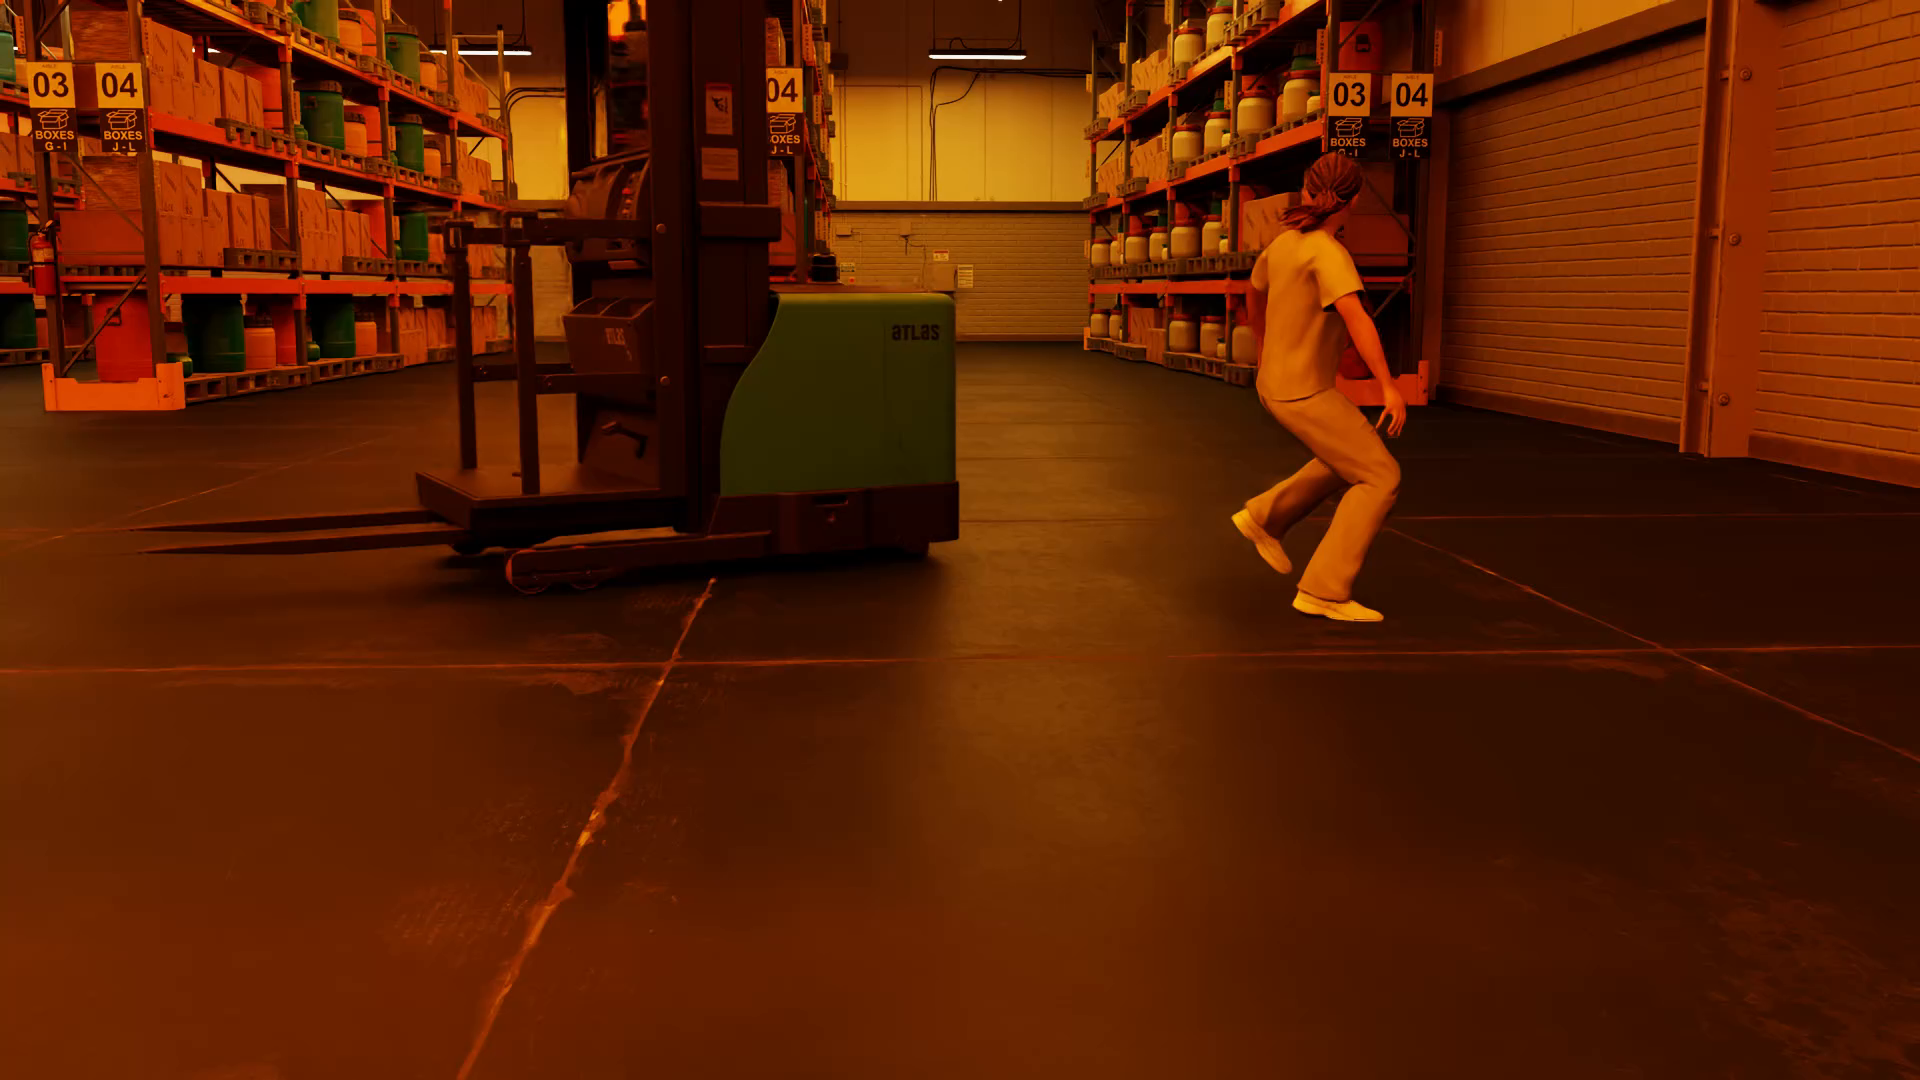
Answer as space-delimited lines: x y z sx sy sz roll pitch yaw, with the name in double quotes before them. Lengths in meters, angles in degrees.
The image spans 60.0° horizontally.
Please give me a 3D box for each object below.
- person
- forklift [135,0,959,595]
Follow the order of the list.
"person" 1.238 -0.519 5.662 0.496 1.559 0.878 0 8 -1
"forklift" -1.546 -1.342 6.365 3.031 2.935 1.130 -5 10 -28
